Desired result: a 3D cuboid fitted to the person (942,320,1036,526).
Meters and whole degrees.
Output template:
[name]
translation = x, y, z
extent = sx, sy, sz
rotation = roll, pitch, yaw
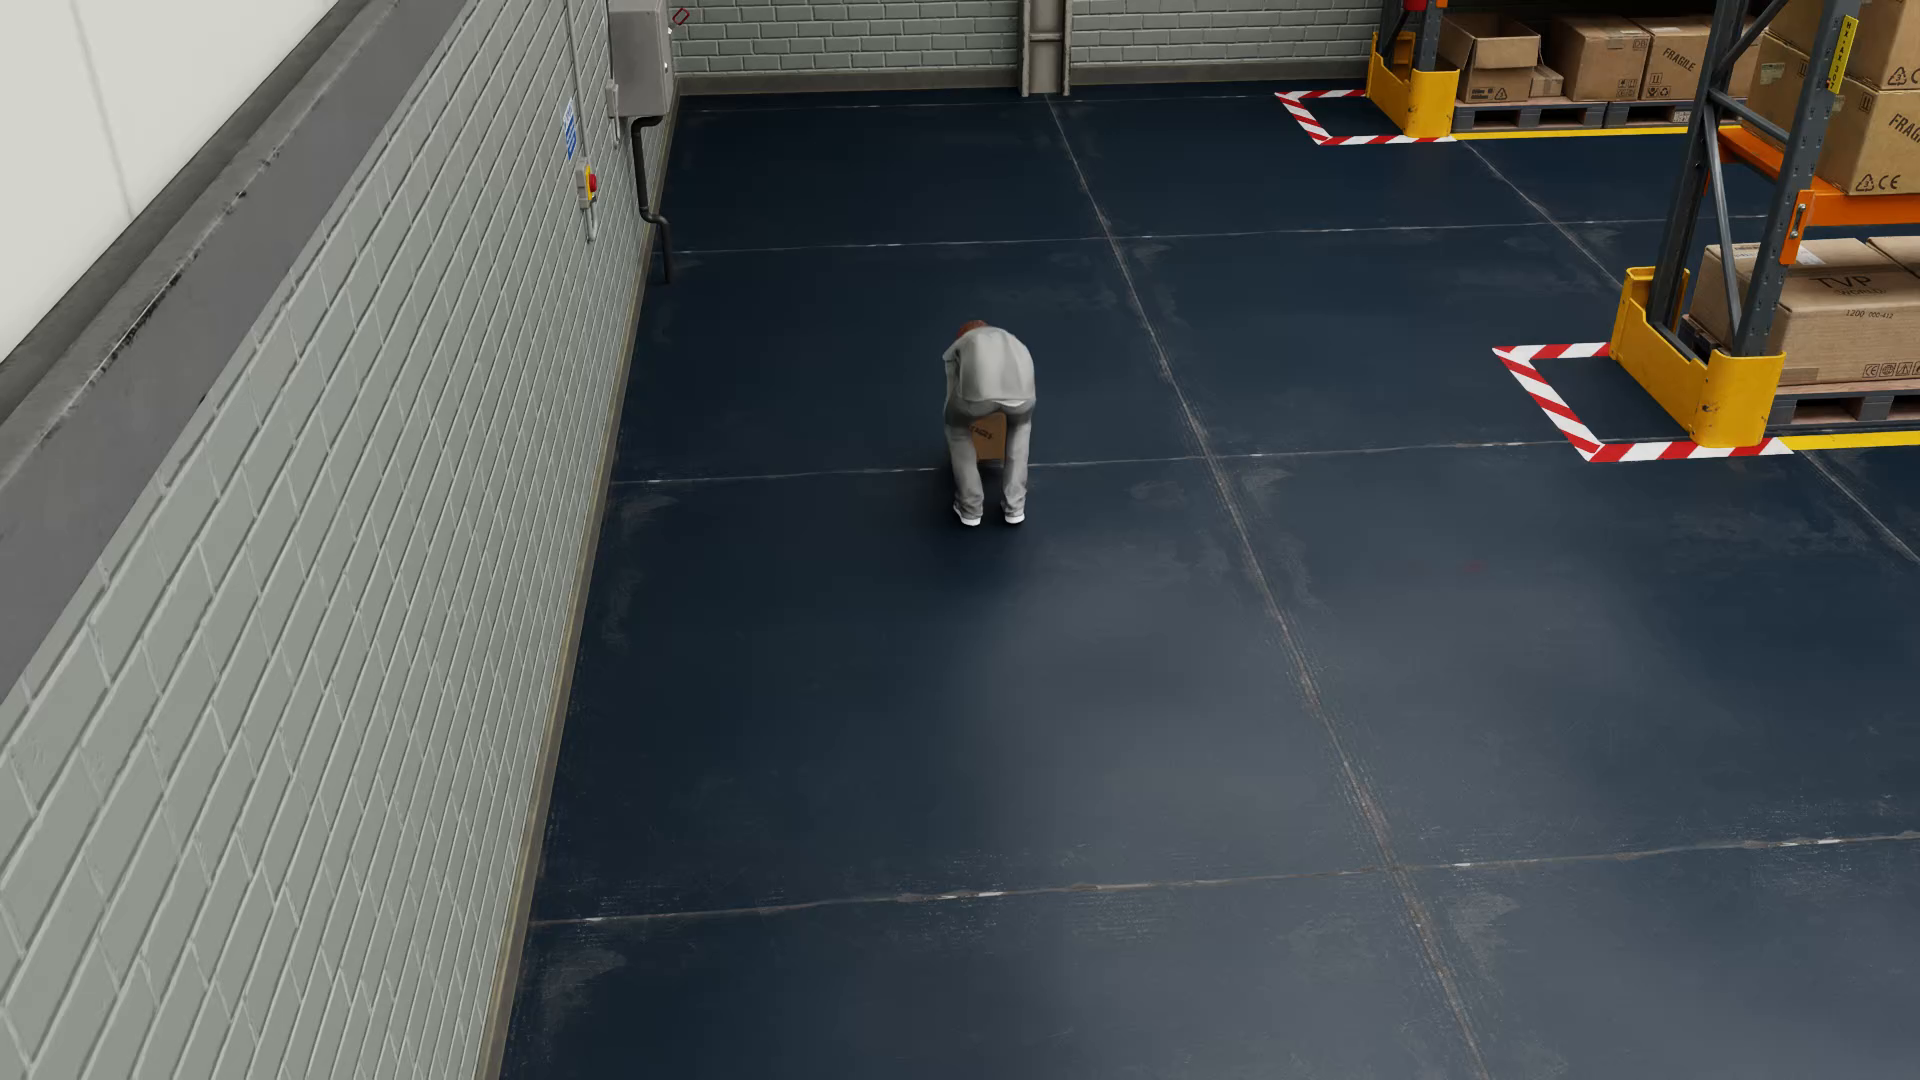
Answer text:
[person]
translation = 0.120, -0.599, 7.764
extent = 0.415, 0.924, 0.861
rotation = -4, 32, -7
